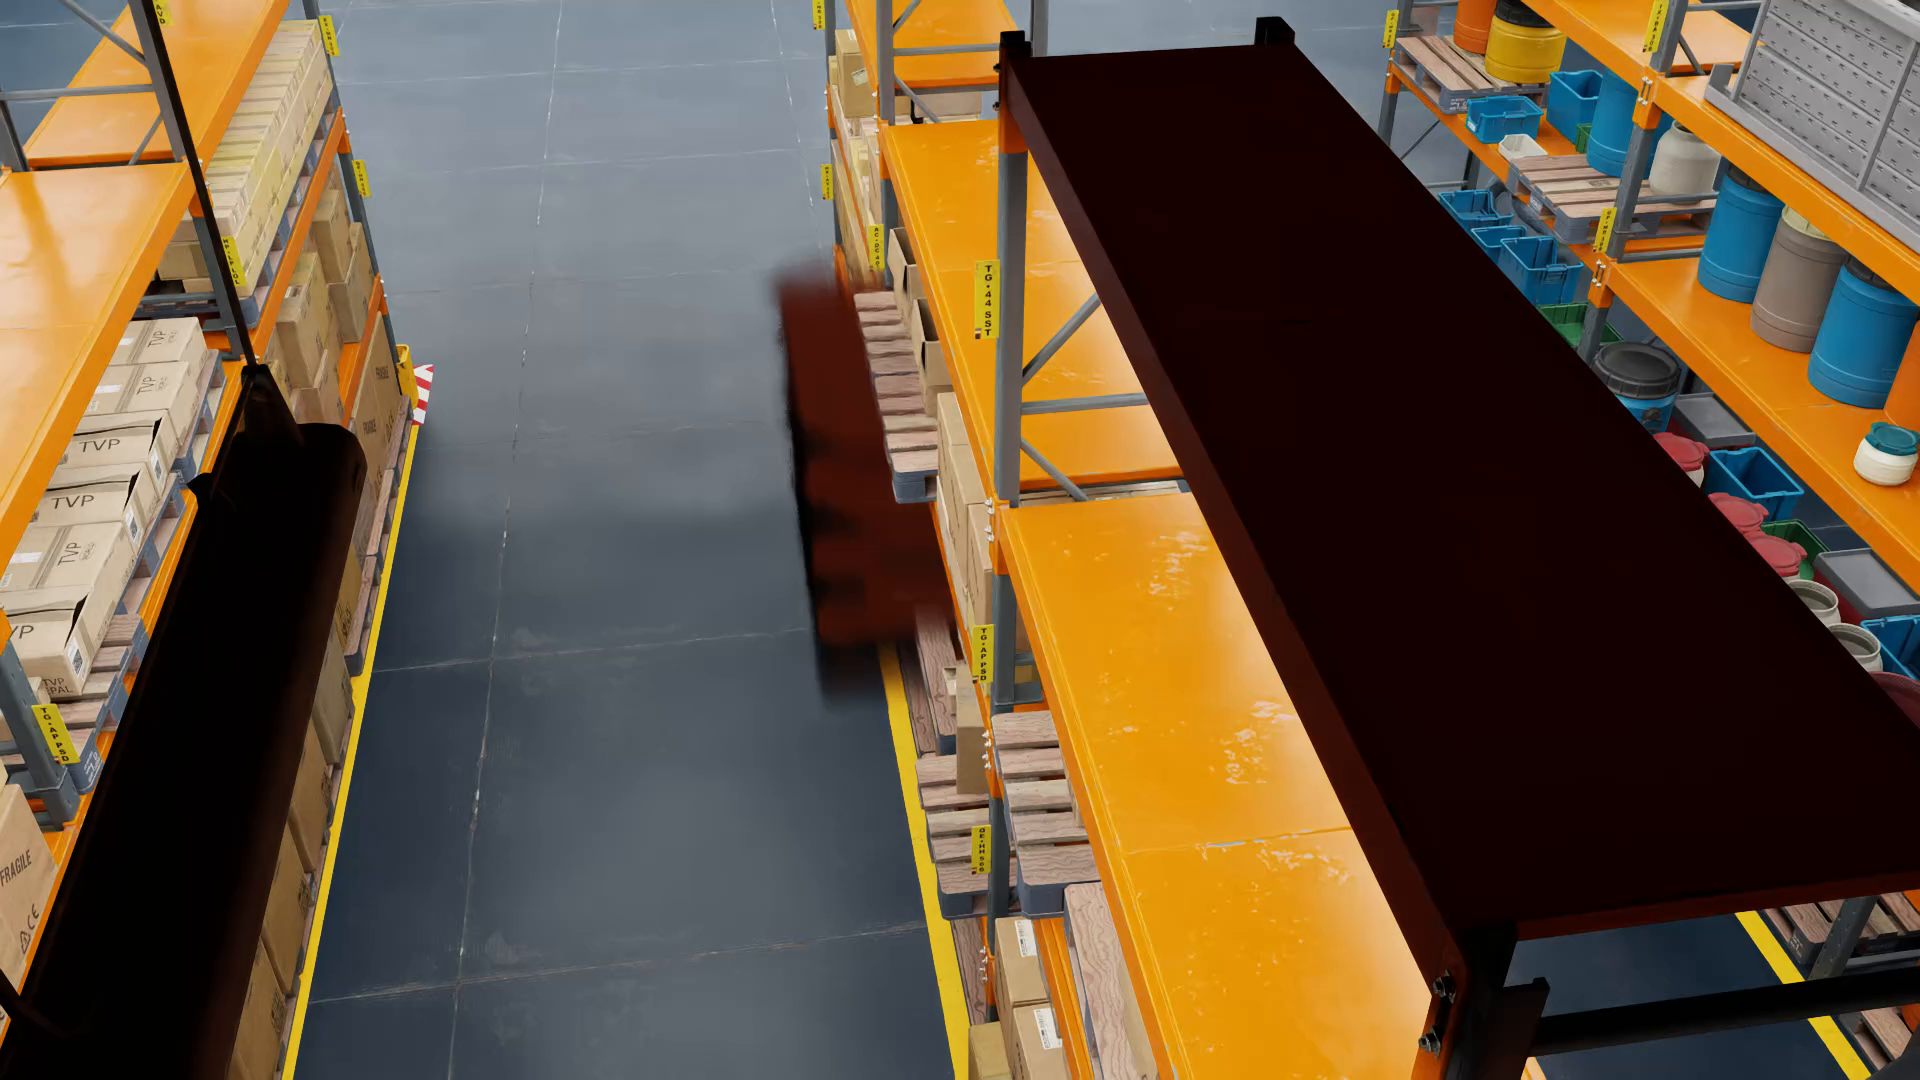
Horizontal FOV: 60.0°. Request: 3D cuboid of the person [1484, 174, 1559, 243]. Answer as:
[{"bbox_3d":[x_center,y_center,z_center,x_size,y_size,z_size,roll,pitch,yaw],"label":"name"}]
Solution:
[{"bbox_3d":[5.774,-3.813,17.208,1.098,1.713,0.589,6,37,9],"label":"person"}]
